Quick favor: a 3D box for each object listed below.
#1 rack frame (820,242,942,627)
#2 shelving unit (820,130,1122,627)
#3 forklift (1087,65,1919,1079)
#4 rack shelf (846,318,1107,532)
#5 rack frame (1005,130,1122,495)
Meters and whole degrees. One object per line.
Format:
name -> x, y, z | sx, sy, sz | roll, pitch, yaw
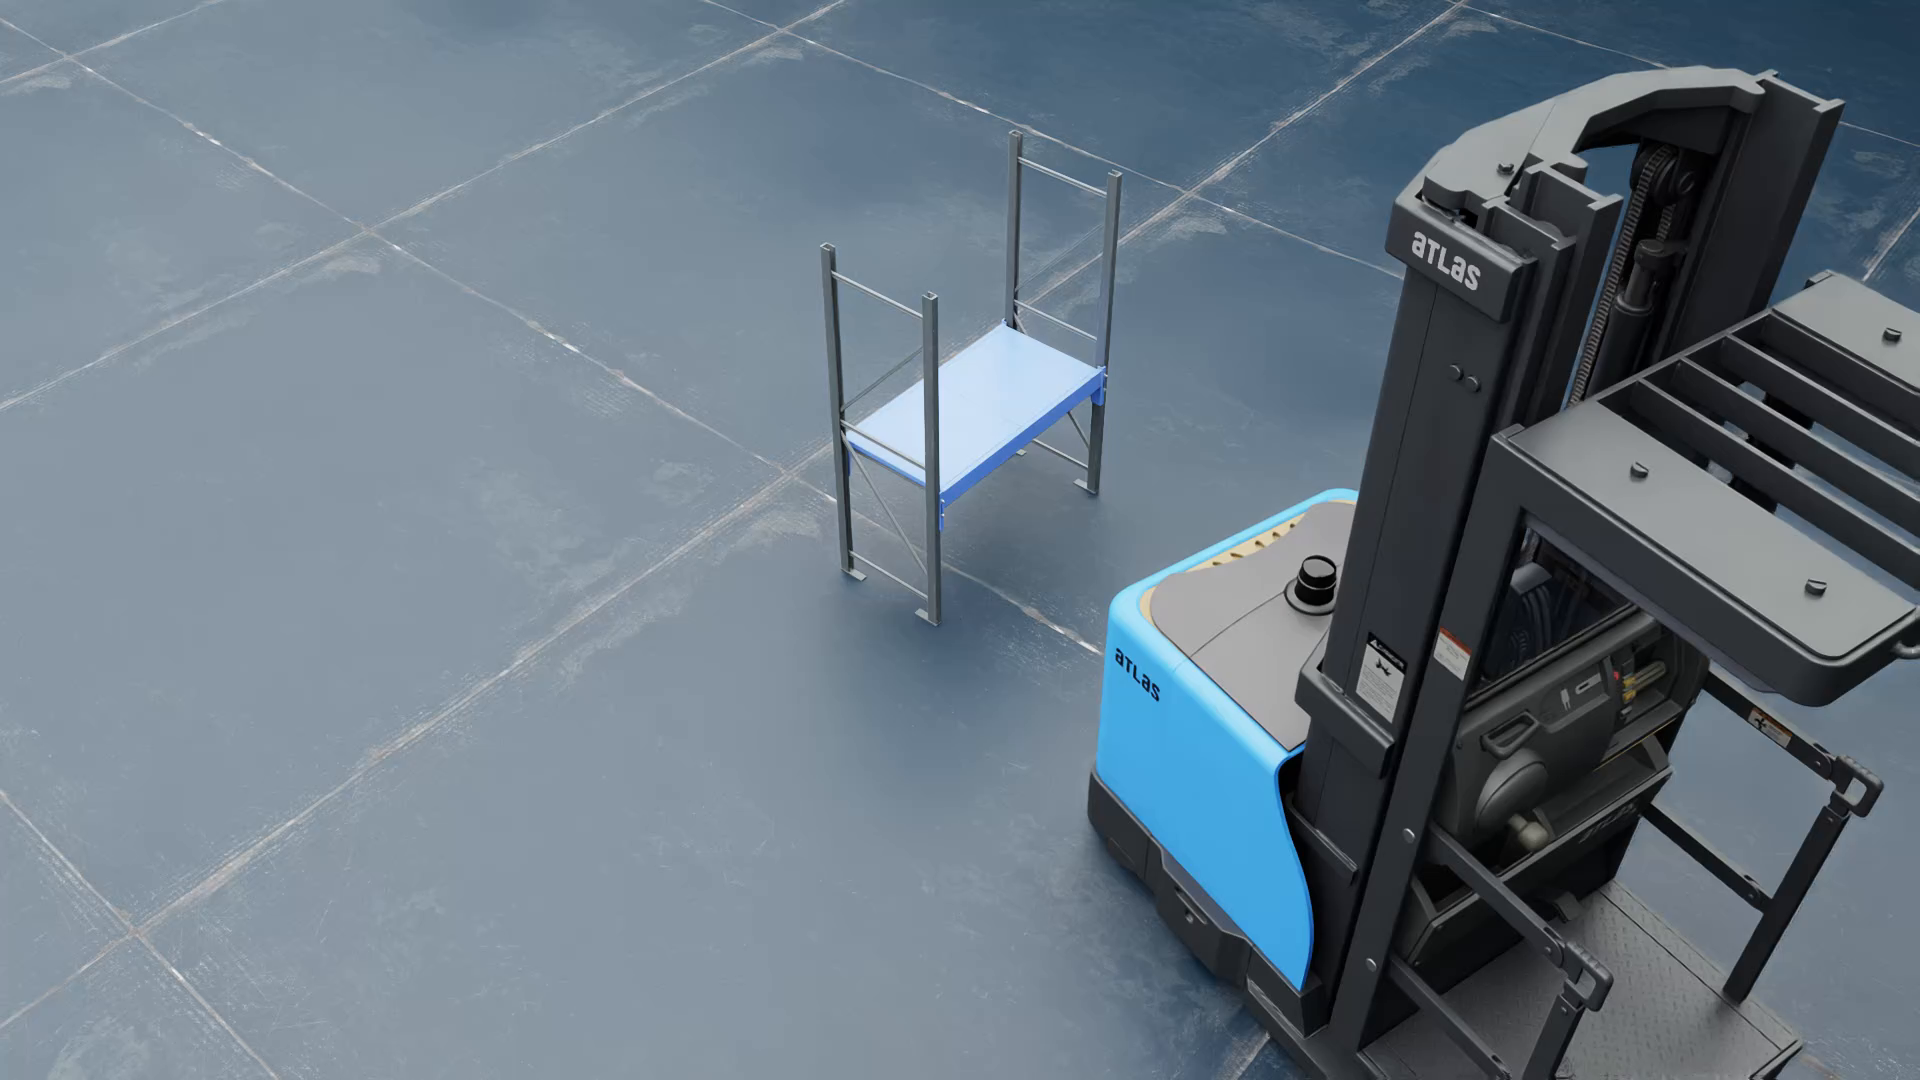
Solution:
rack frame -> -0.272, -0.337, 6.006 | 0.500, 1.500, 0.032 | 29, 50, 28
shelving unit -> 0.055, -0.599, 6.294 | 0.538, 1.500, 1.048 | 29, 50, 28
forklift -> 1.666, 0.524, 3.995 | 1.130, 2.935, 3.031 | -24, 48, -24
rack shelf -> 0.055, -0.466, 6.415 | 0.538, 0.185, 1.000 | 29, 50, 28
rack frame -> 0.382, -0.861, 6.582 | 0.500, 1.500, 0.032 | 29, 50, 28
